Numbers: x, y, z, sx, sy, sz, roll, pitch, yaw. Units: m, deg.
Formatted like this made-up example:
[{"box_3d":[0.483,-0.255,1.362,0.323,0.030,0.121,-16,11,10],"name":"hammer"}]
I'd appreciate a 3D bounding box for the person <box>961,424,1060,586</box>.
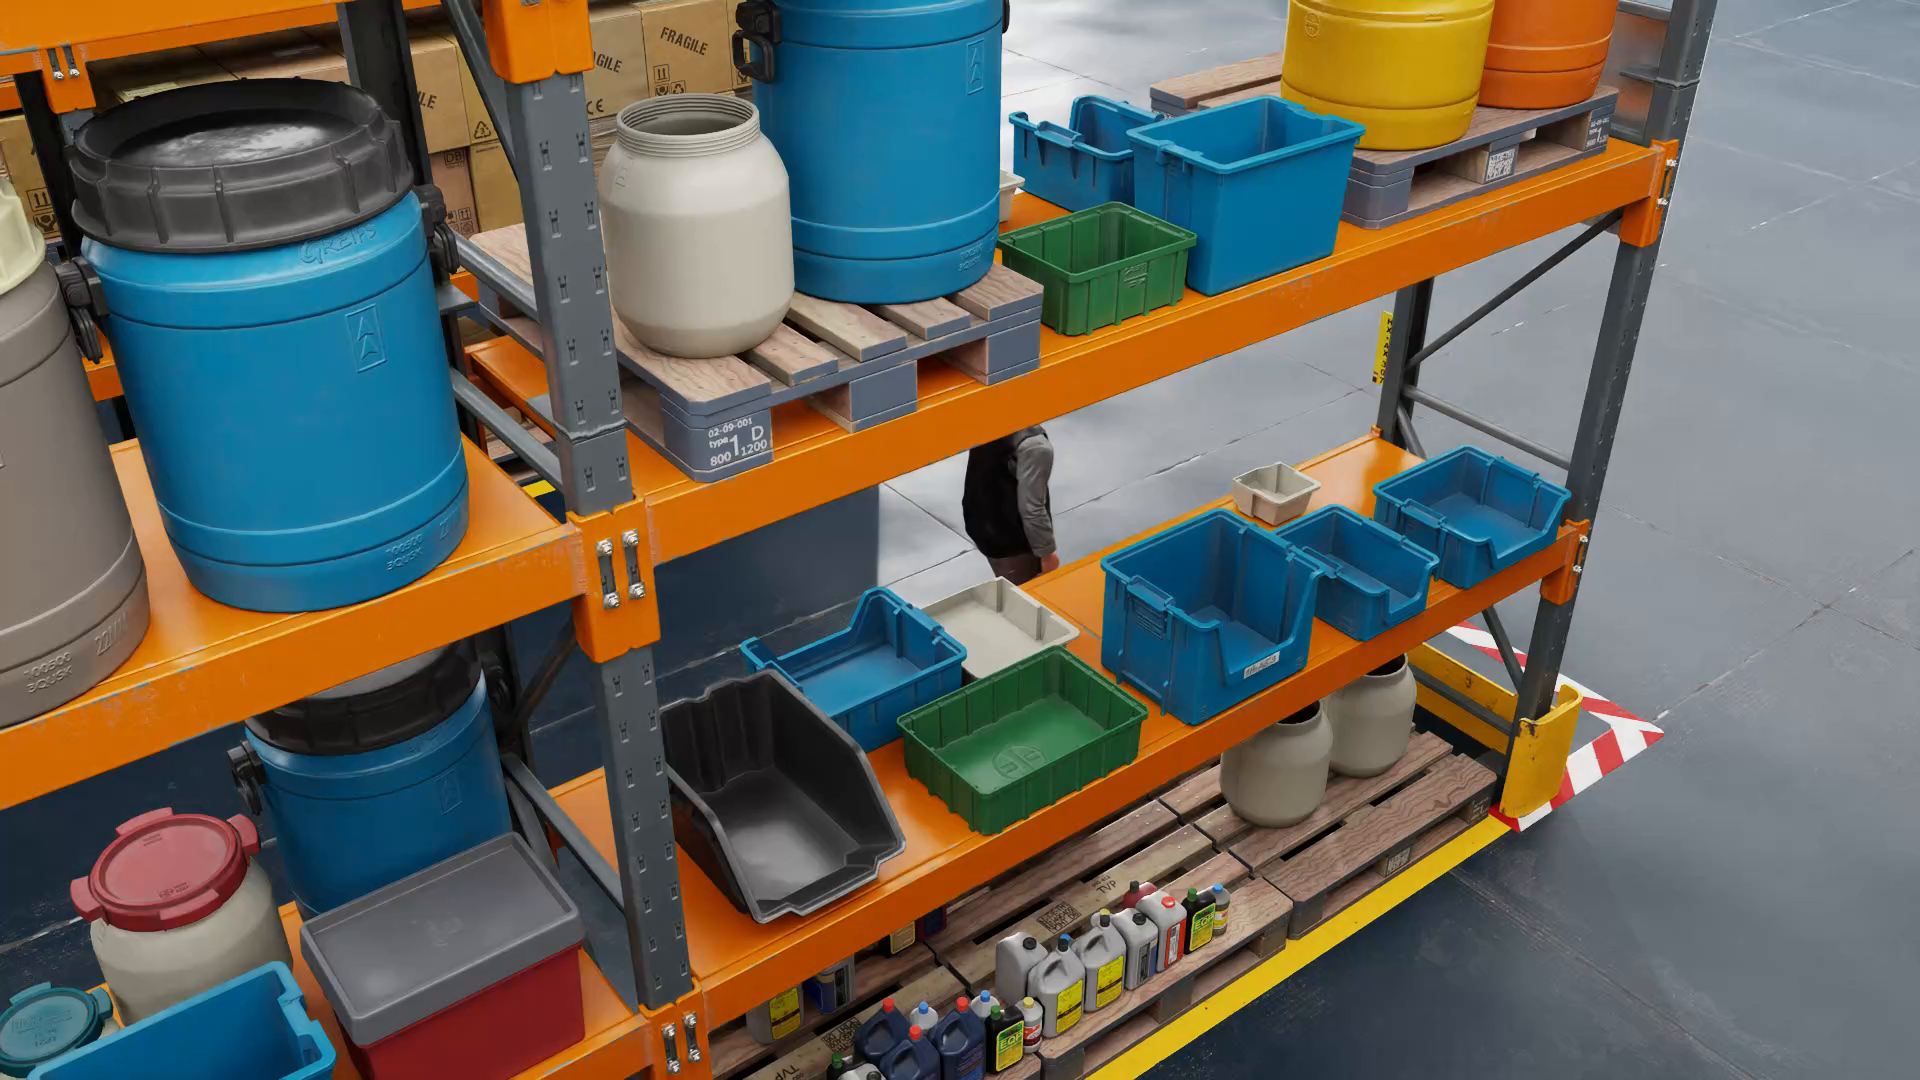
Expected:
[{"box_3d":[0.256,-0.024,7.199,0.473,1.720,0.582,-12,34,-18],"name":"person"}]
